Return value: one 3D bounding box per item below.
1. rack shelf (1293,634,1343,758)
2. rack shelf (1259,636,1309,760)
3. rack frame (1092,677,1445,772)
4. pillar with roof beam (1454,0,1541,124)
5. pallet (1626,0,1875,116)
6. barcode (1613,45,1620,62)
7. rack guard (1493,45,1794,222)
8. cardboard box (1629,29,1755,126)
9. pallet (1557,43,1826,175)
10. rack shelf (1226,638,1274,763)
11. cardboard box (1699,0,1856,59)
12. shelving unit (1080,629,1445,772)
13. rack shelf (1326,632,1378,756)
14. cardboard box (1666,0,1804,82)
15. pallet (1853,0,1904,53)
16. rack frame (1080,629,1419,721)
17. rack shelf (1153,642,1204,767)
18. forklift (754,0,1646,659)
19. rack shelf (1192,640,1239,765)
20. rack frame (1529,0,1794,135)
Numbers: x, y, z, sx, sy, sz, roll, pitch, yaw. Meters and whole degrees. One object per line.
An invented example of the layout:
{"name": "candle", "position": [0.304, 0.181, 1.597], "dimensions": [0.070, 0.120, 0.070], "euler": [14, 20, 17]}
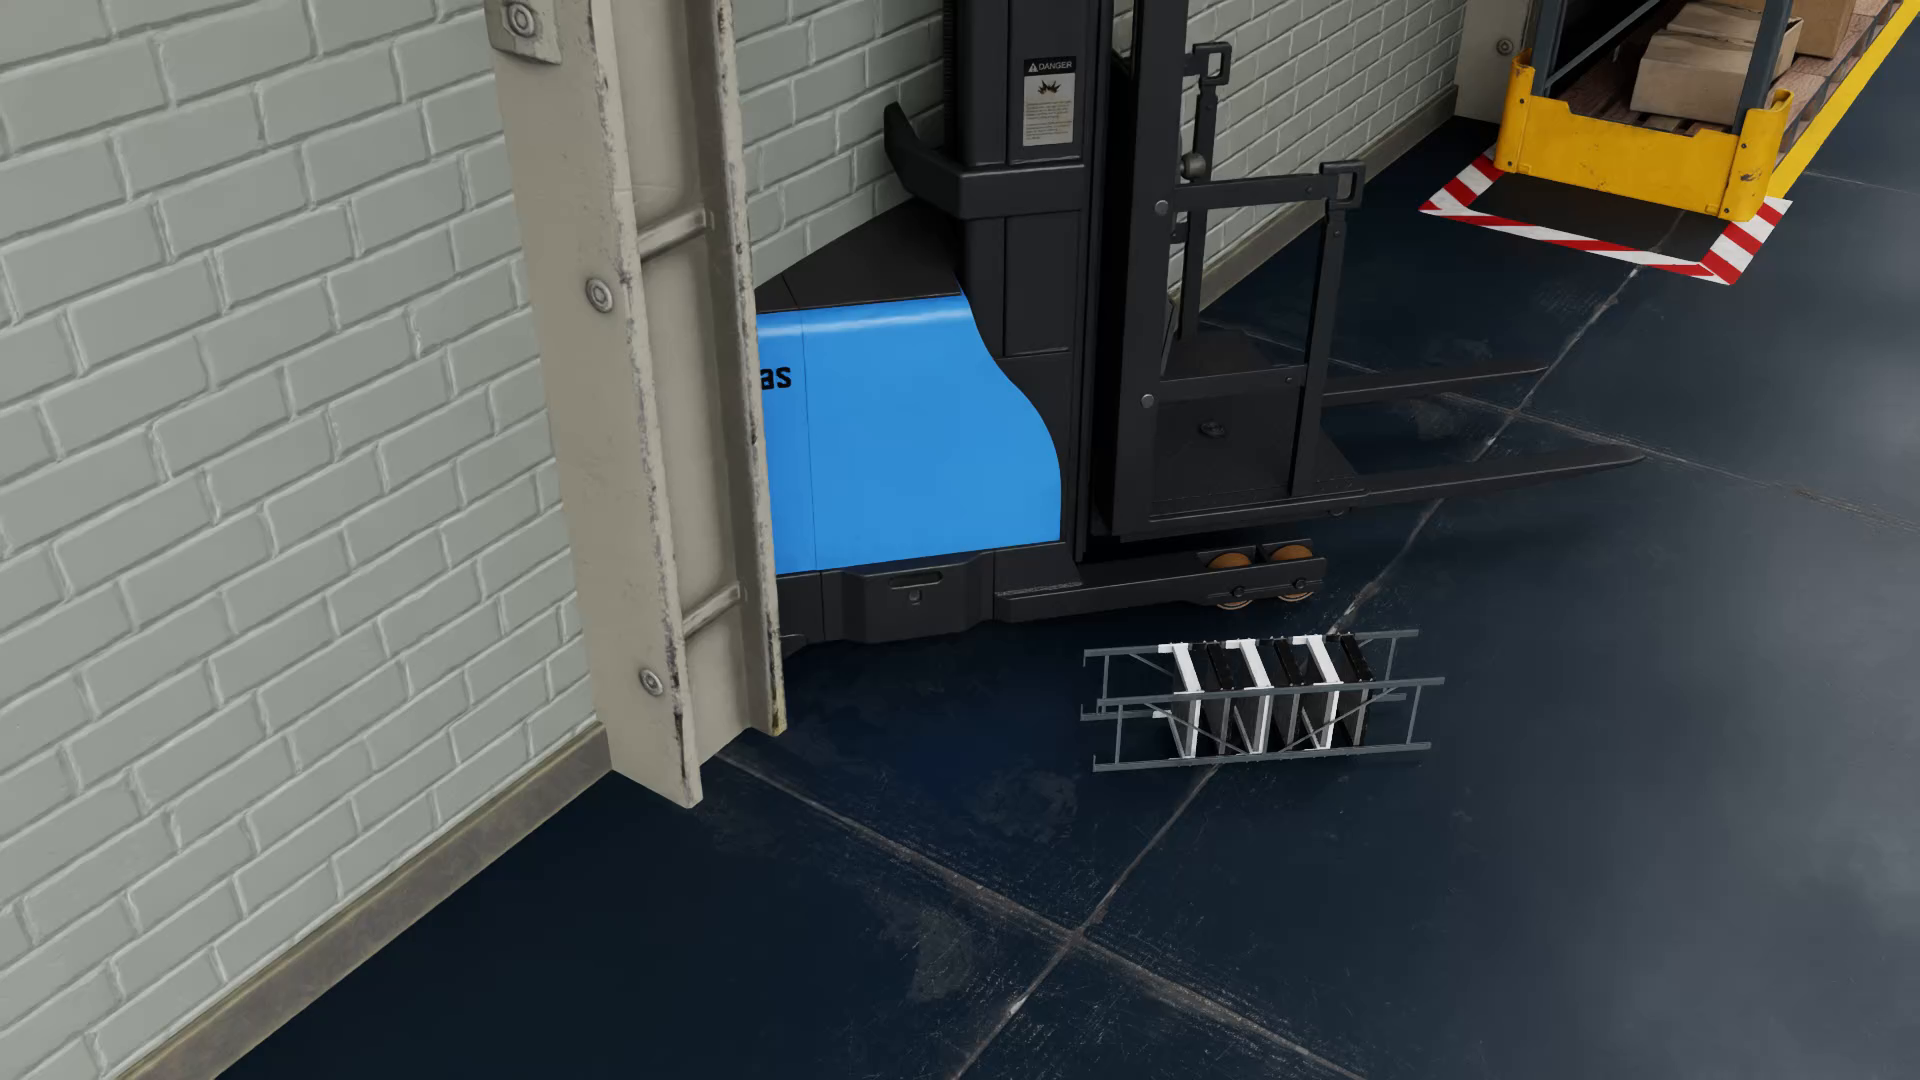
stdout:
{"name": "rack shelf", "position": [0.927, 0.411, 4.380], "dimensions": [0.077, 0.258, 0.200], "euler": [-3, 34, -5]}
{"name": "rack shelf", "position": [0.838, 0.416, 4.373], "dimensions": [0.077, 0.258, 0.200], "euler": [-3, 34, -5]}
{"name": "rack frame", "position": [0.792, 0.476, 4.284], "dimensions": [0.900, 0.240, 0.006], "euler": [-3, 34, -5]}
{"name": "pillar with roof beam", "position": [6.255, -4.568, 3.971], "dimensions": [9.100, 9.000, 0.400], "euler": [21, 39, 28]}
{"name": "pallet", "position": [4.262, -2.661, 8.996], "dimensions": [1.003, 0.211, 1.213], "euler": [21, 39, 28]}
{"name": "barcode", "position": [3.180, -2.357, 8.057], "dimensions": [0.001, 0.075, 0.075], "euler": [21, 39, 28]}
{"name": "rack guard", "position": [3.074, -1.859, 7.552], "dimensions": [1.175, 0.500, 0.348], "euler": [21, 39, 28]}
{"name": "cardboard box", "position": [3.499, -2.217, 7.859], "dimensions": [0.500, 0.311, 0.500], "euler": [17, 37, 23]}
{"name": "pallet", "position": [3.566, -2.102, 8.169], "dimensions": [1.003, 0.211, 1.213], "euler": [21, 39, 28]}
{"name": "rack shelf", "position": [0.748, 0.421, 4.365], "dimensions": [0.077, 0.258, 0.200], "euler": [-3, 34, -5]}
{"name": "cardboard box", "position": [4.283, -2.880, 8.669], "dimensions": [0.700, 0.500, 0.500], "euler": [19, 38, 25]}
{"name": "shelving unit", "position": [0.782, 0.419, 4.368], "dimensions": [0.900, 0.258, 0.210], "euler": [-3, 34, -5]}
{"name": "rack shelf", "position": [1.017, 0.406, 4.387], "dimensions": [0.077, 0.258, 0.200], "euler": [-3, 34, -5]}
{"name": "cardboard box", "position": [3.824, -2.480, 8.247], "dimensions": [0.500, 0.311, 0.500], "euler": [25, 41, 32]}
{"name": "pallet", "position": [4.957, -3.224, 9.830], "dimensions": [1.003, 0.211, 1.213], "euler": [21, 39, 28]}
{"name": "rack frame", "position": [0.771, 0.362, 4.452], "dimensions": [0.900, 0.240, 0.006], "euler": [-3, 34, -5]}
{"name": "rack shelf", "position": [0.569, 0.431, 4.350], "dimensions": [0.077, 0.258, 0.200], "euler": [-3, 34, -5]}
{"name": "forklift", "position": [0.613, -1.290, 4.541], "dimensions": [3.031, 2.935, 1.130], "euler": [-7, 35, -10]}
{"name": "rack shelf", "position": [0.659, 0.426, 4.358], "dimensions": [0.077, 0.258, 0.200], "euler": [-3, 34, -5]}
{"name": "rack frame", "position": [3.030, -2.859, 6.800], "dimensions": [1.000, 3.000, 0.127], "euler": [21, 39, 28]}
